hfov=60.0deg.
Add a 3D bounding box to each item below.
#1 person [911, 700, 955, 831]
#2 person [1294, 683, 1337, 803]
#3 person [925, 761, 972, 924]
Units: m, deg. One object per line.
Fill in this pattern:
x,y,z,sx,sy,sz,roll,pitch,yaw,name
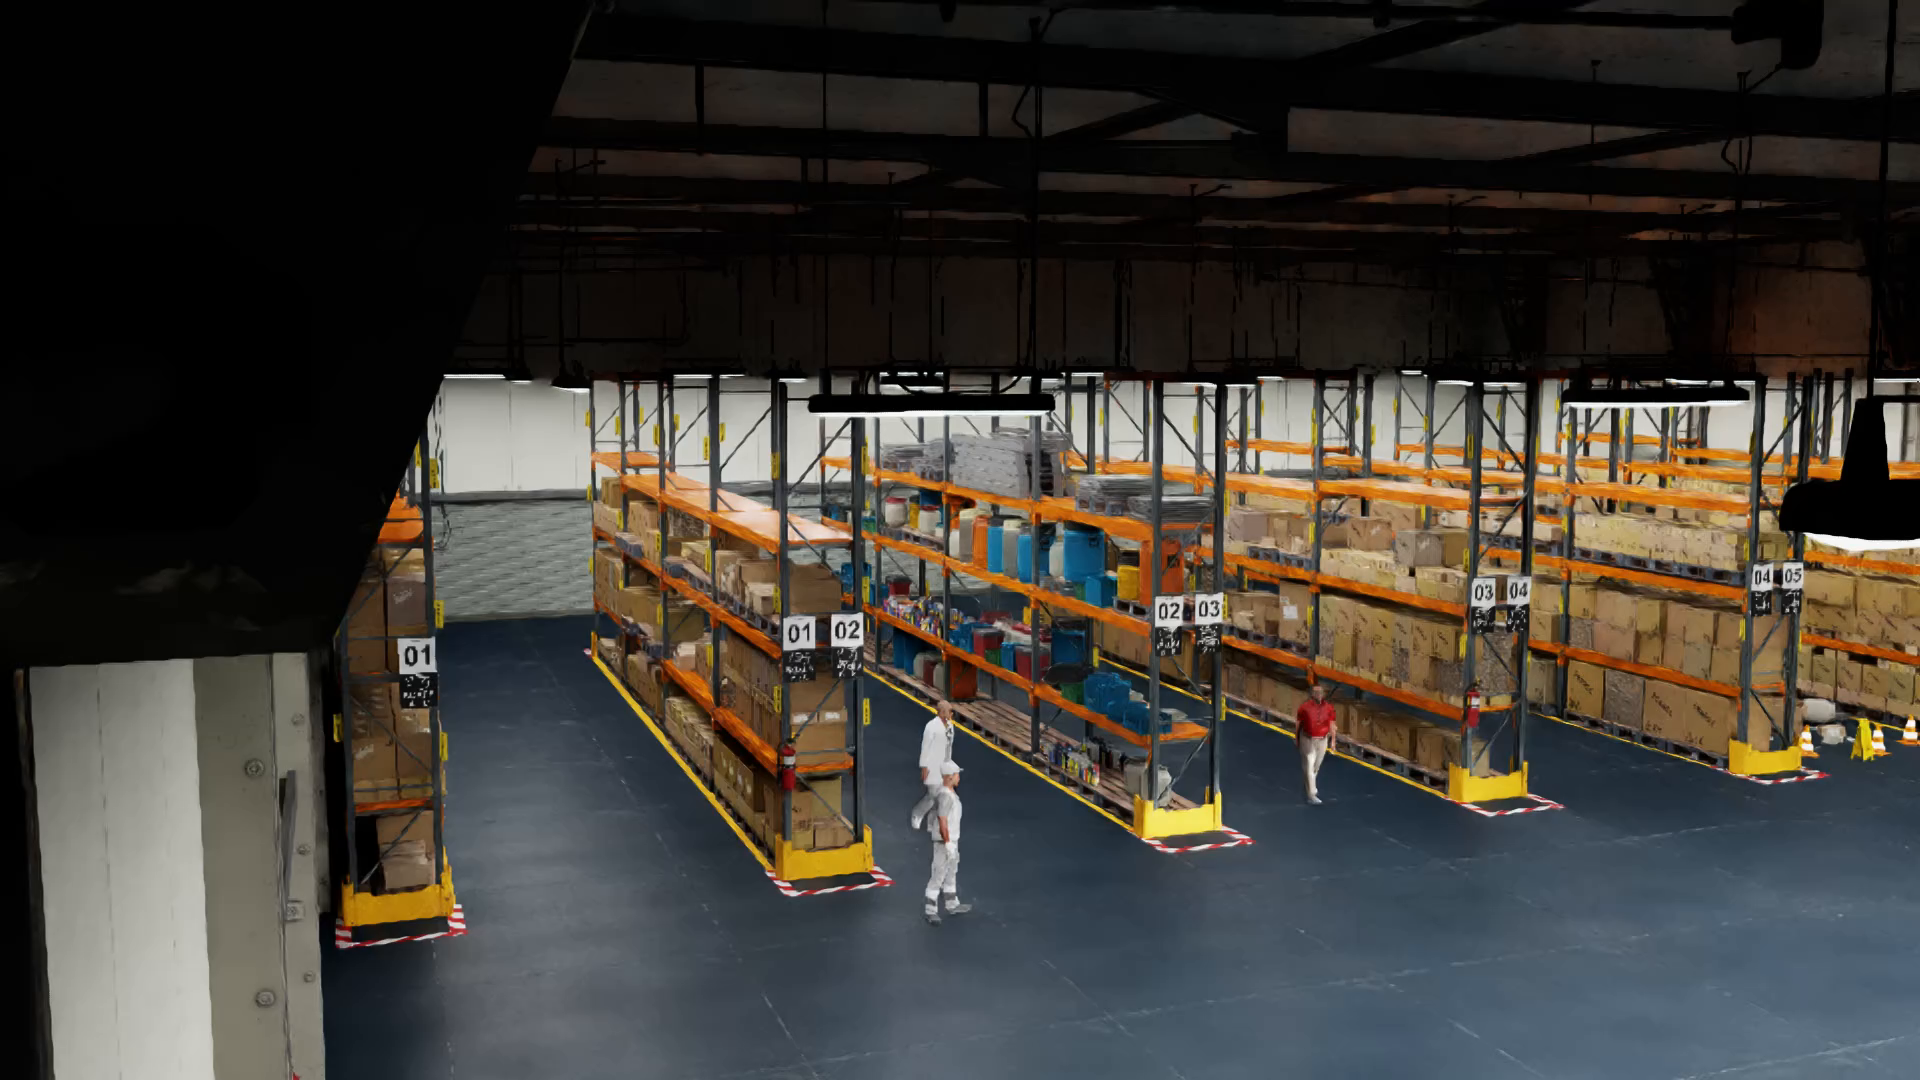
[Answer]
-0.357,2.996,22.064,0.585,1.772,0.627,4,8,35,person
5.066,2.856,23.642,0.532,1.659,1.040,-1,7,-11,person
-0.139,3.363,18.629,0.473,1.794,0.639,1,6,8,person
